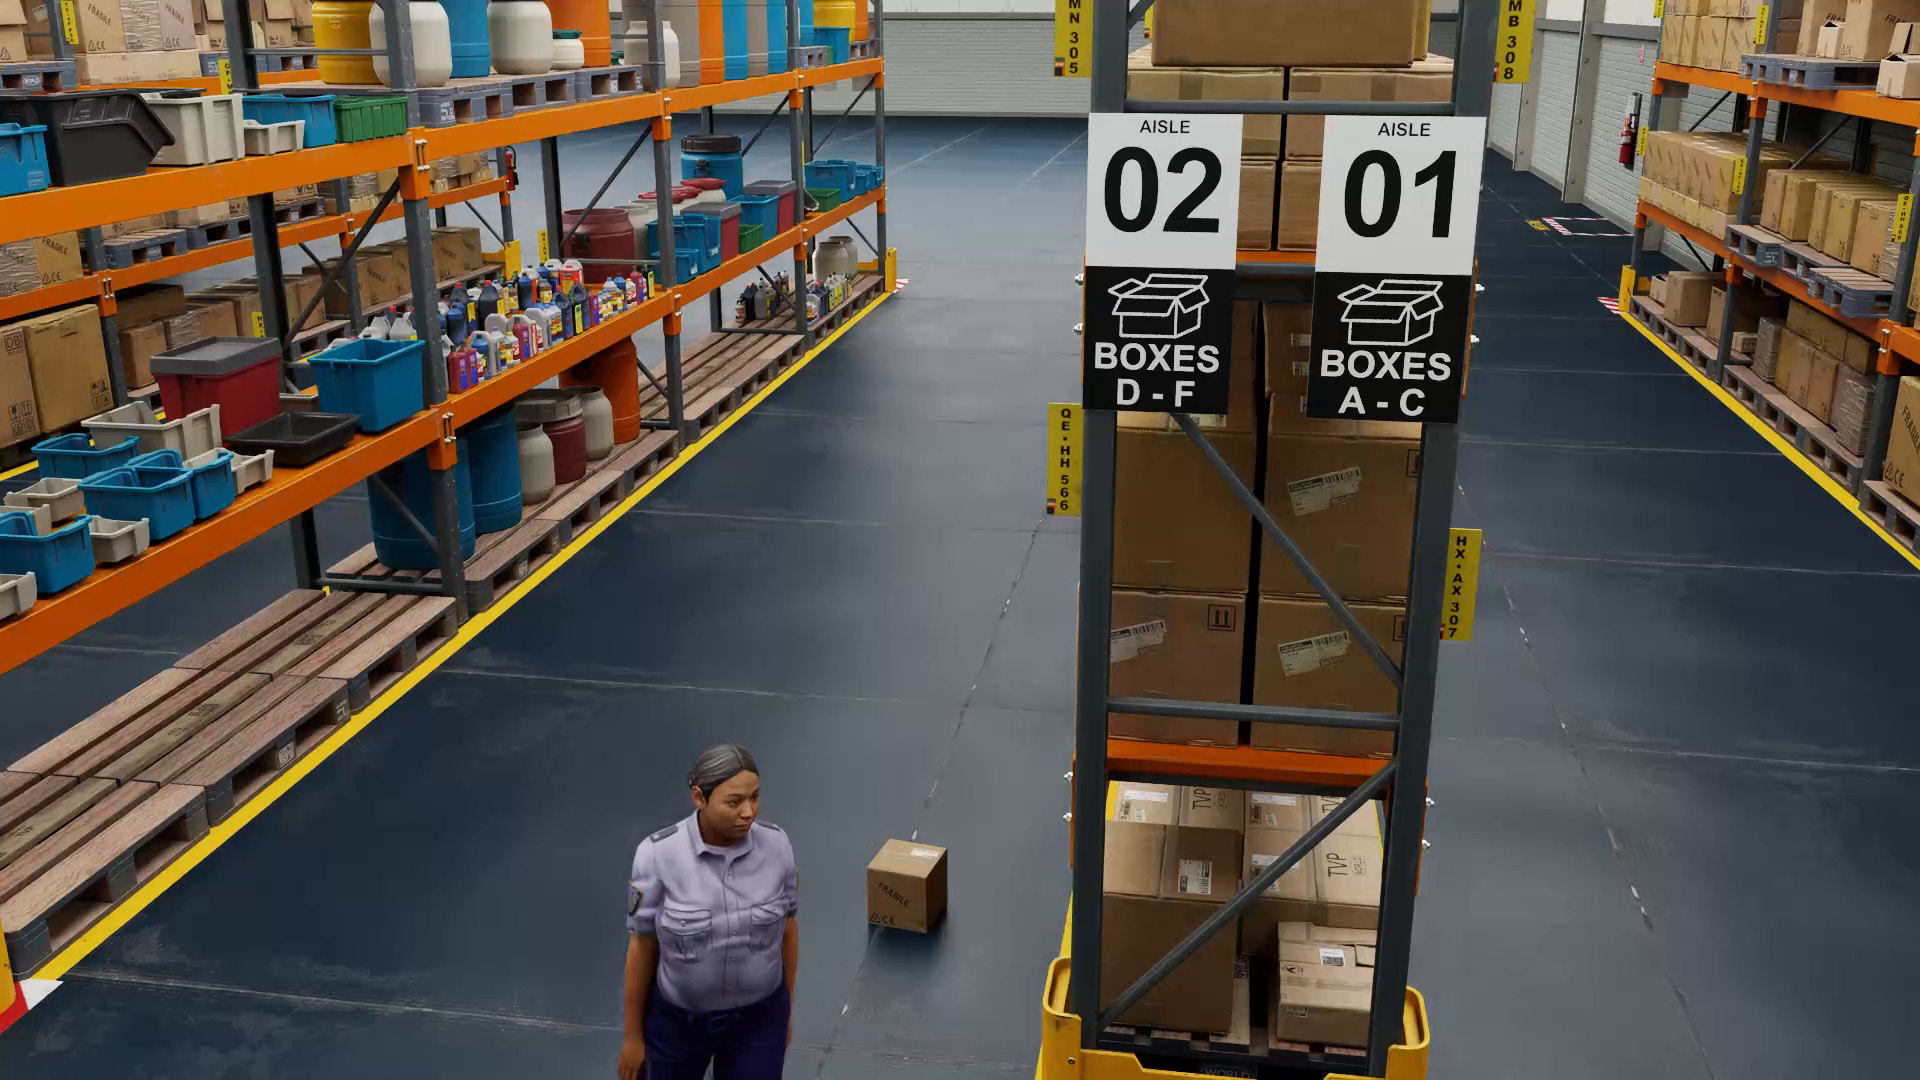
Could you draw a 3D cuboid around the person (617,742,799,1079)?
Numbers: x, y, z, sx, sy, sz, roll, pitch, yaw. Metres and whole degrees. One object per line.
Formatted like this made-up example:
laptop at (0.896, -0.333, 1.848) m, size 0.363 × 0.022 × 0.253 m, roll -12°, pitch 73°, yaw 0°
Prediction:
person at (-0.685, 1.302, 4.546) m, size 0.522 × 1.620 × 0.719 m, roll -5°, pitch 19°, yaw -16°
